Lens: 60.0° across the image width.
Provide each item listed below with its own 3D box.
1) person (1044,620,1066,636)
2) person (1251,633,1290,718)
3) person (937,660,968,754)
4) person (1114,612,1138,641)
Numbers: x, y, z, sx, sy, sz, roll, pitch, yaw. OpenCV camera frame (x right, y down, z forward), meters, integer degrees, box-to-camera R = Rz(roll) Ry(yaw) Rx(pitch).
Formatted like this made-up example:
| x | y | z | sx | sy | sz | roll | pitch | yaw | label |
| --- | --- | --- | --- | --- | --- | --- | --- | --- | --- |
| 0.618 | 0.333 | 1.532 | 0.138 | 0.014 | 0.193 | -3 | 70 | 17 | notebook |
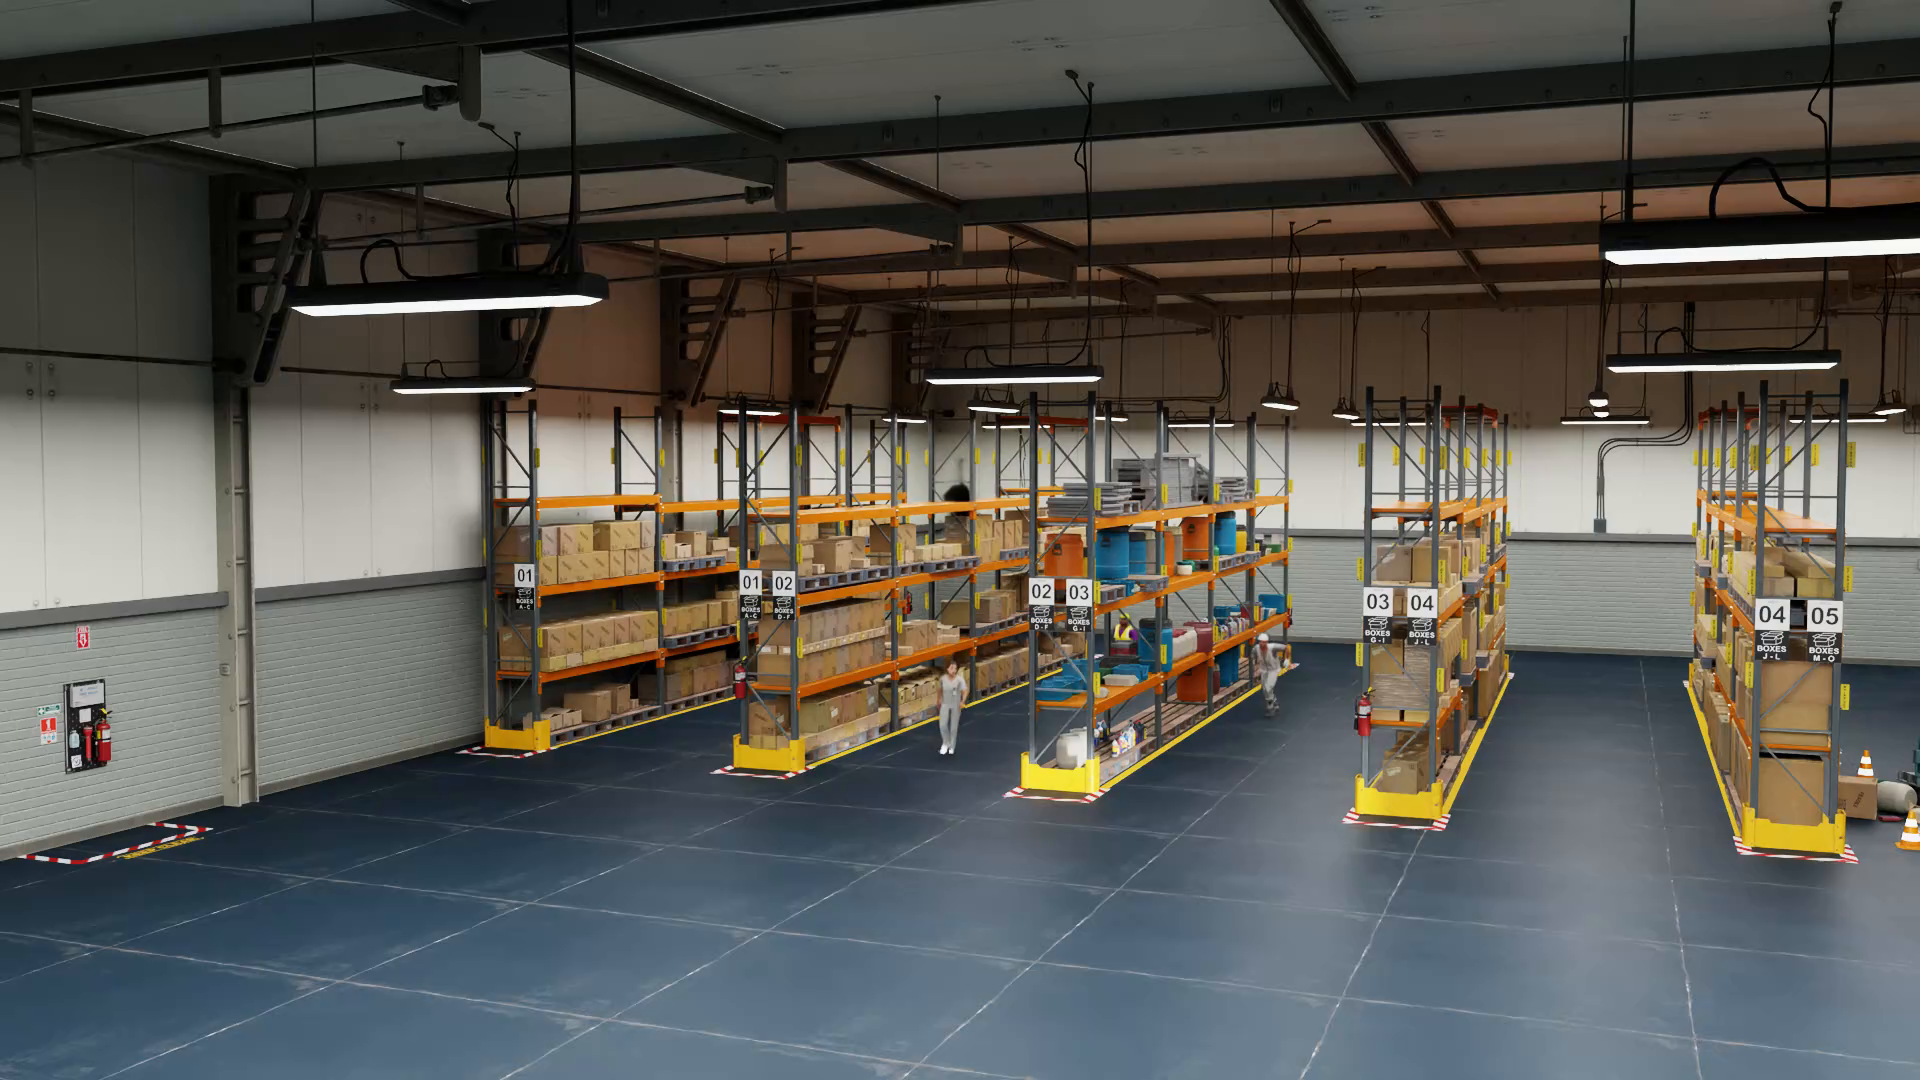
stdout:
| x | y | z | sx | sy | sz | roll | pitch | yaw | label |
| --- | --- | --- | --- | --- | --- | --- | --- | --- | --- |
| 2.644 | 1.928 | 45.229 | 0.678 | 1.710 | 0.955 | -2 | 4 | -37 | person |
| 5.983 | 2.604 | 32.034 | 0.711 | 1.670 | 0.964 | 2 | 3 | 32 | person |
| -0.138 | 2.805 | 27.814 | 0.549 | 1.616 | 0.766 | 0 | 3 | 4 | person |
| 3.458 | 2.417 | 34.797 | 0.662 | 1.822 | 0.815 | 1 | 3 | 27 | person |
